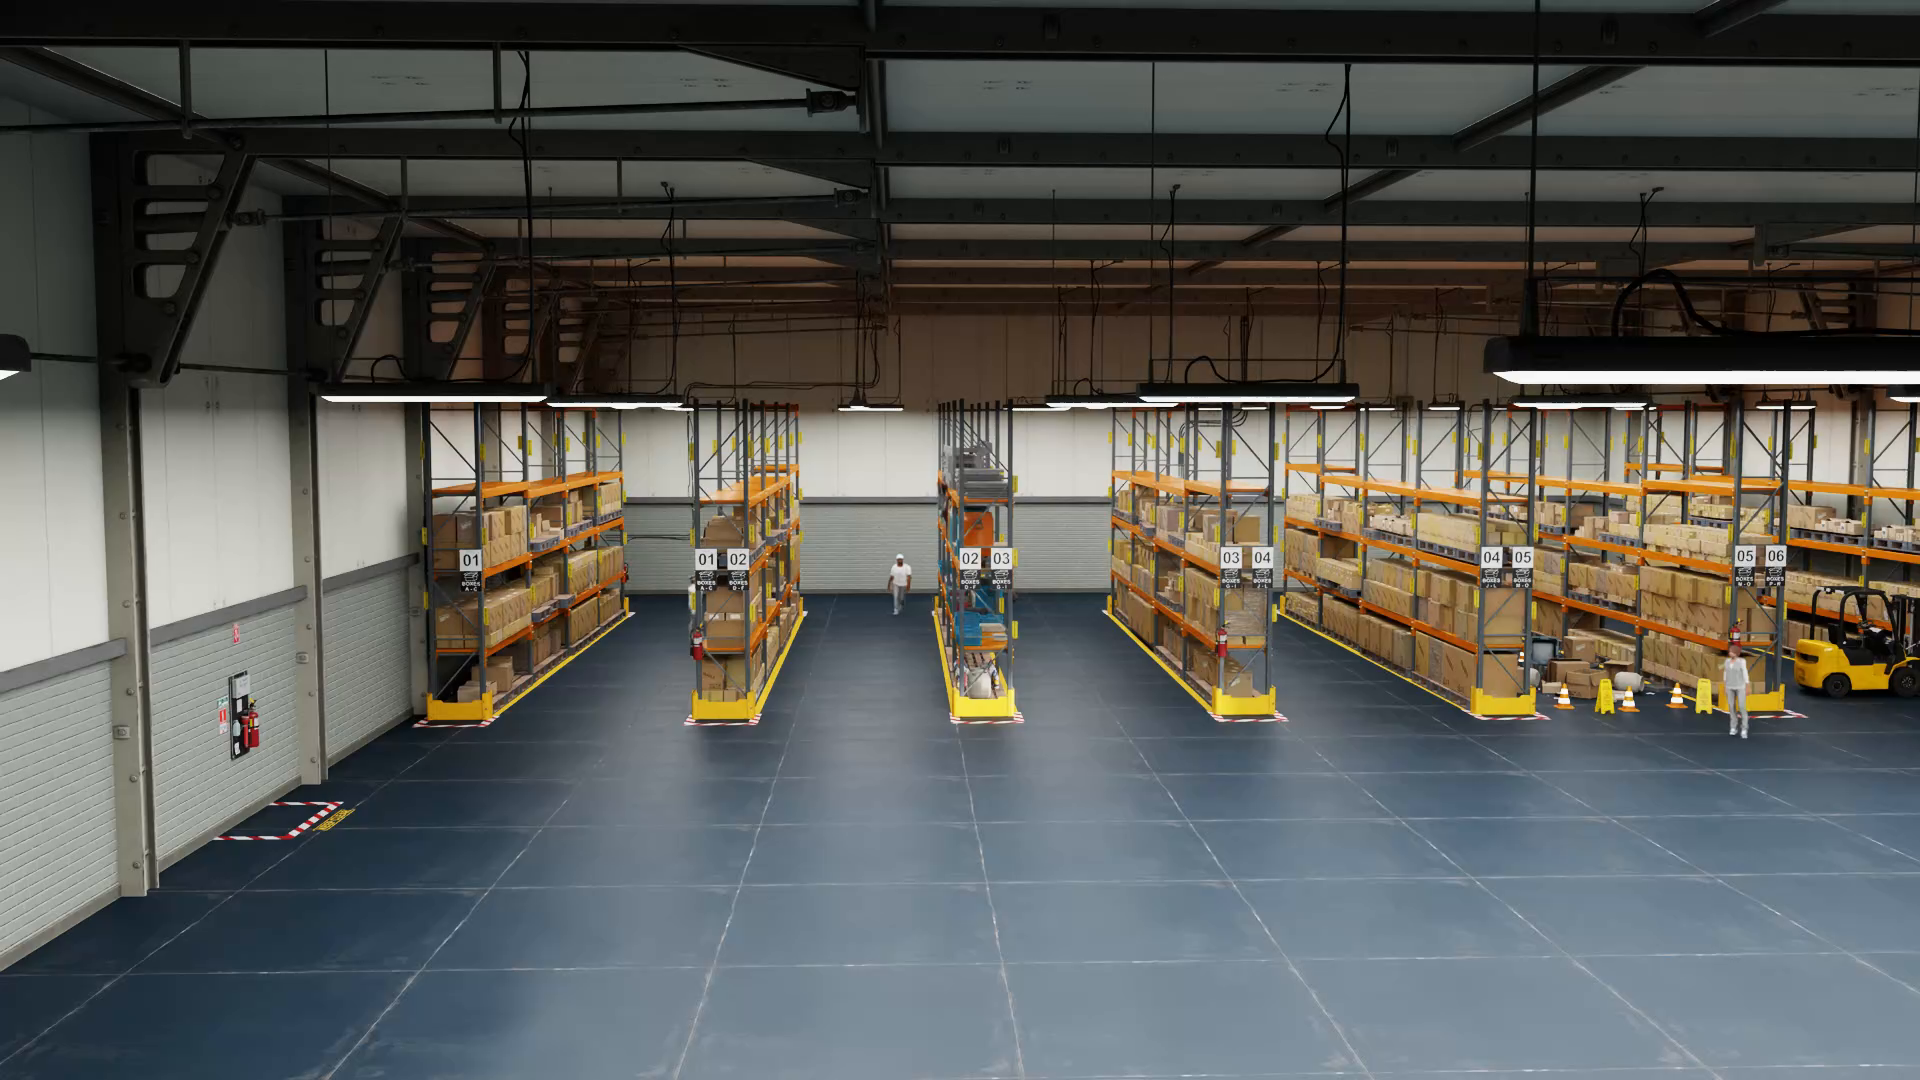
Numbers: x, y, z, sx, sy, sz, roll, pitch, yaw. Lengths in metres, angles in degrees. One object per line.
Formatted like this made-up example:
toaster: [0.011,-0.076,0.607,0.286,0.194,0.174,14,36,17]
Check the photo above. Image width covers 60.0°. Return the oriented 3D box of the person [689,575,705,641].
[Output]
person: [-6.570,1.700,41.902,0.555,1.685,0.505,0,4,4]

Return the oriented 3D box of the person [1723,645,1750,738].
person: [13.836,2.677,29.609,0.375,1.615,0.531,-3,5,-35]

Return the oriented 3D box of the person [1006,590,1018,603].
person: [1.290,1.120,49.585,0.599,1.695,0.979,3,6,38]

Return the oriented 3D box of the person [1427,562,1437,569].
person: [14.234,1.067,50.300,1.046,1.604,0.509,1,5,18]

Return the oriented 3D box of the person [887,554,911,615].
person: [-1.725,1.261,47.364,0.708,1.732,0.757,1,4,13]
